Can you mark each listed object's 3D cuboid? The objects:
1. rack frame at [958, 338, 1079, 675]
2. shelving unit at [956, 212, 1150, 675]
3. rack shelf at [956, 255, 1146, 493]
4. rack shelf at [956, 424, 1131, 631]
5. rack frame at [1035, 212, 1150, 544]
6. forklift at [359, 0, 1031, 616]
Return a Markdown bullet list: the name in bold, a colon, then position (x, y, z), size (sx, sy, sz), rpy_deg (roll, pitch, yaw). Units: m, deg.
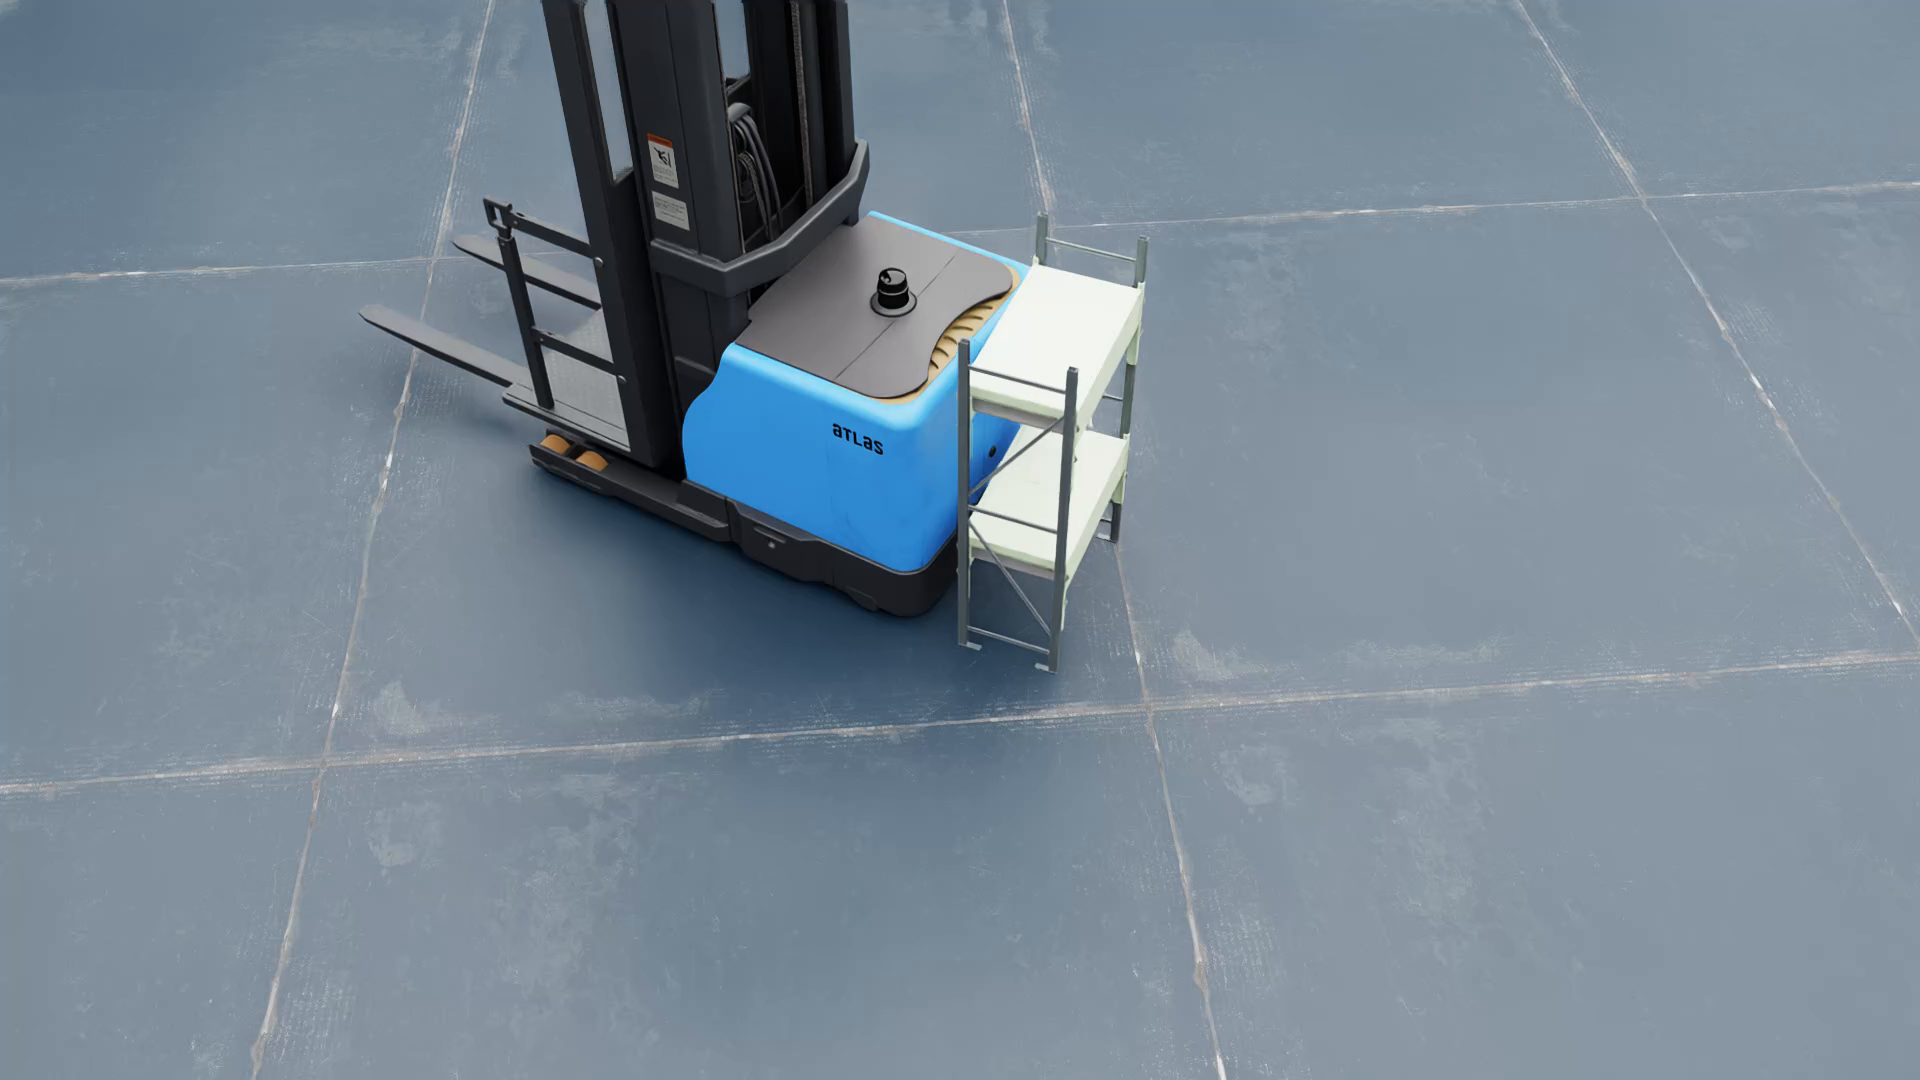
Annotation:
- **rack frame**: position (0.183, -0.068, 5.781), size (0.400, 1.500, 0.023), rpy_deg (16, 49, 15)
- **shelving unit**: position (0.319, -0.314, 6.015), size (0.431, 1.500, 0.755), rpy_deg (16, 49, 15)
- **rack shelf**: position (0.319, -0.583, 5.731), size (0.431, 0.370, 0.720), rpy_deg (16, 49, 15)
- **rack shelf**: position (0.319, -0.090, 6.251), size (0.431, 0.370, 0.720), rpy_deg (16, 49, 15)
- **rack frame**: position (0.456, -0.561, 6.248), size (0.400, 1.500, 0.023), rpy_deg (16, 49, 15)
- **forklift**: position (-1.205, -1.521, 6.172), size (3.031, 2.935, 1.130), rpy_deg (23, 51, 20)
